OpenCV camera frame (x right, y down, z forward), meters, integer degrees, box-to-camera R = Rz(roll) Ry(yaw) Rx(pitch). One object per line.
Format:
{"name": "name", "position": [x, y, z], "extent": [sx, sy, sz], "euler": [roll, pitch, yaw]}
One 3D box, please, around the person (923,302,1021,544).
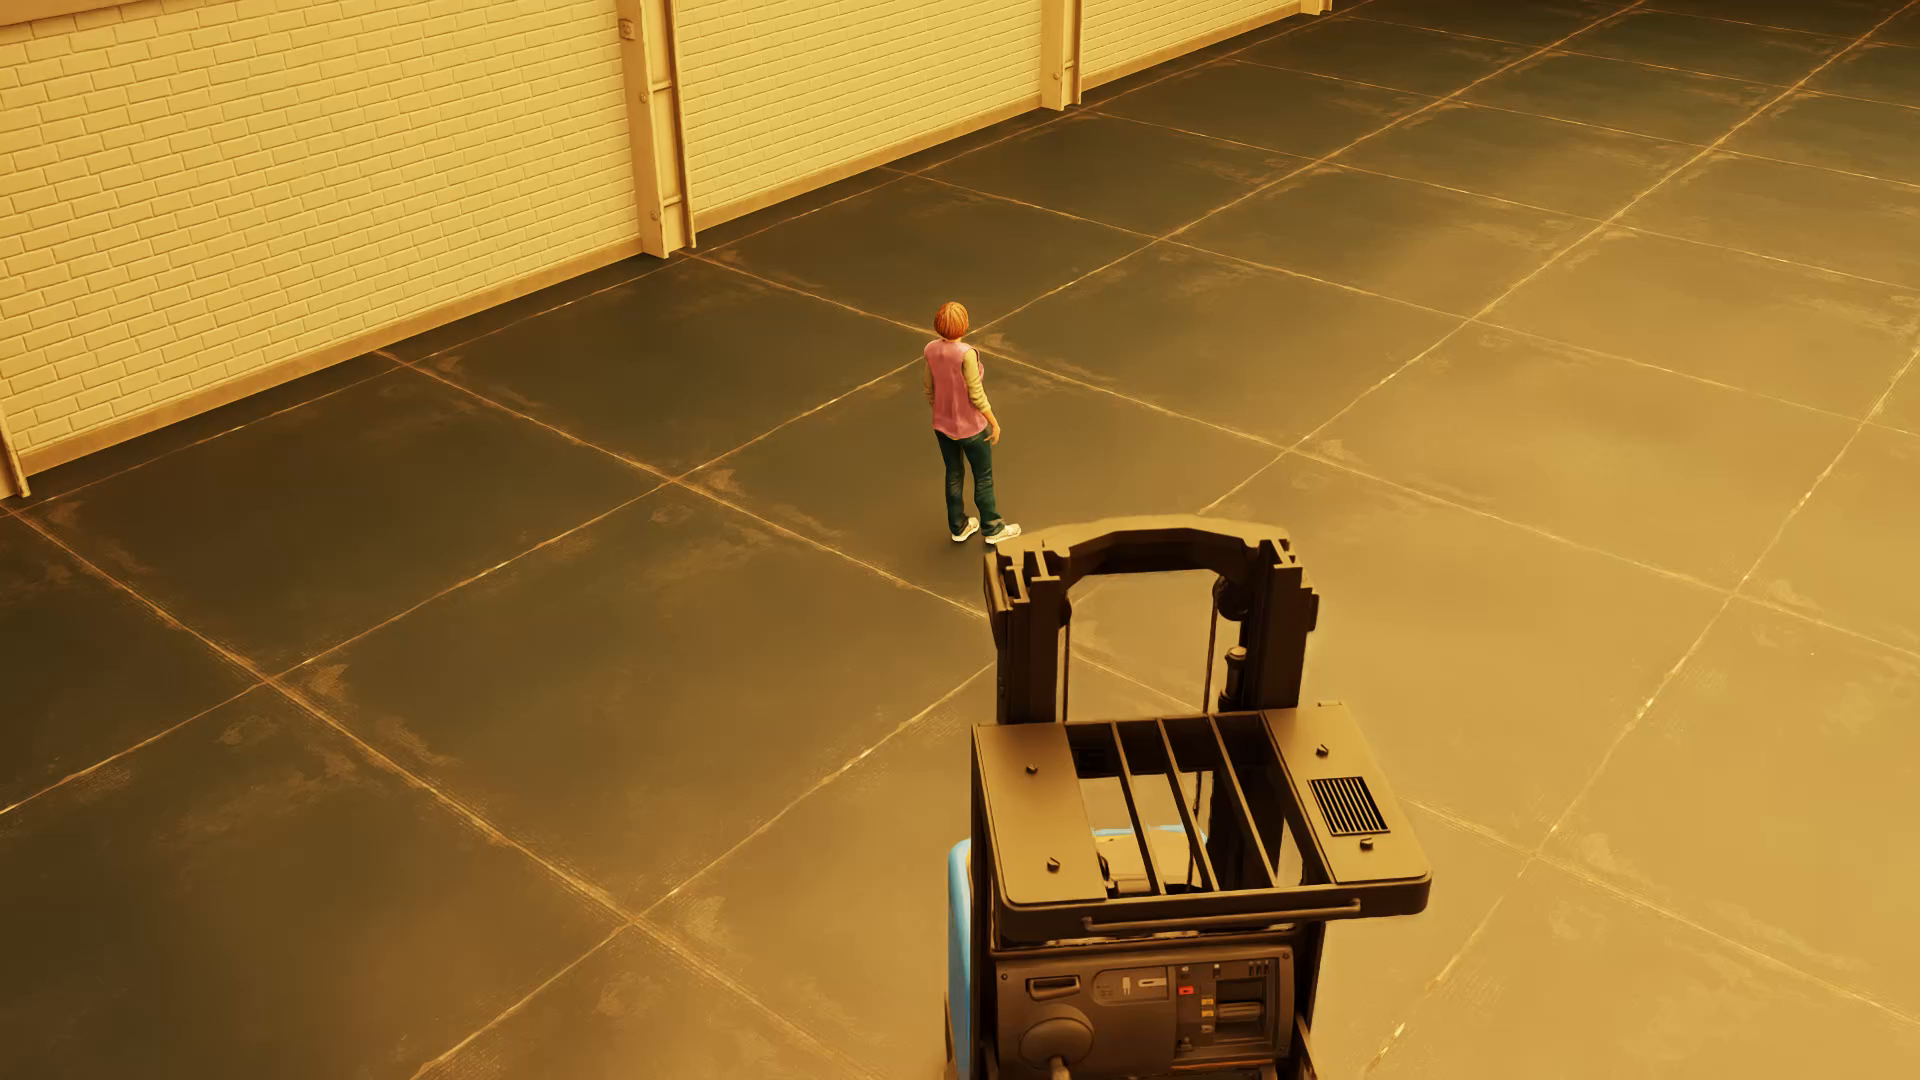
{"name": "person", "position": [0.057, -0.720, 10.135], "extent": [0.520, 1.597, 0.476], "euler": [22, 37, 33]}

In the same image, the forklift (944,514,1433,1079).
{"name": "forklift", "position": [0.600, 1.526, 4.983], "extent": [1.130, 2.935, 3.031], "euler": [-3, 30, -5]}
